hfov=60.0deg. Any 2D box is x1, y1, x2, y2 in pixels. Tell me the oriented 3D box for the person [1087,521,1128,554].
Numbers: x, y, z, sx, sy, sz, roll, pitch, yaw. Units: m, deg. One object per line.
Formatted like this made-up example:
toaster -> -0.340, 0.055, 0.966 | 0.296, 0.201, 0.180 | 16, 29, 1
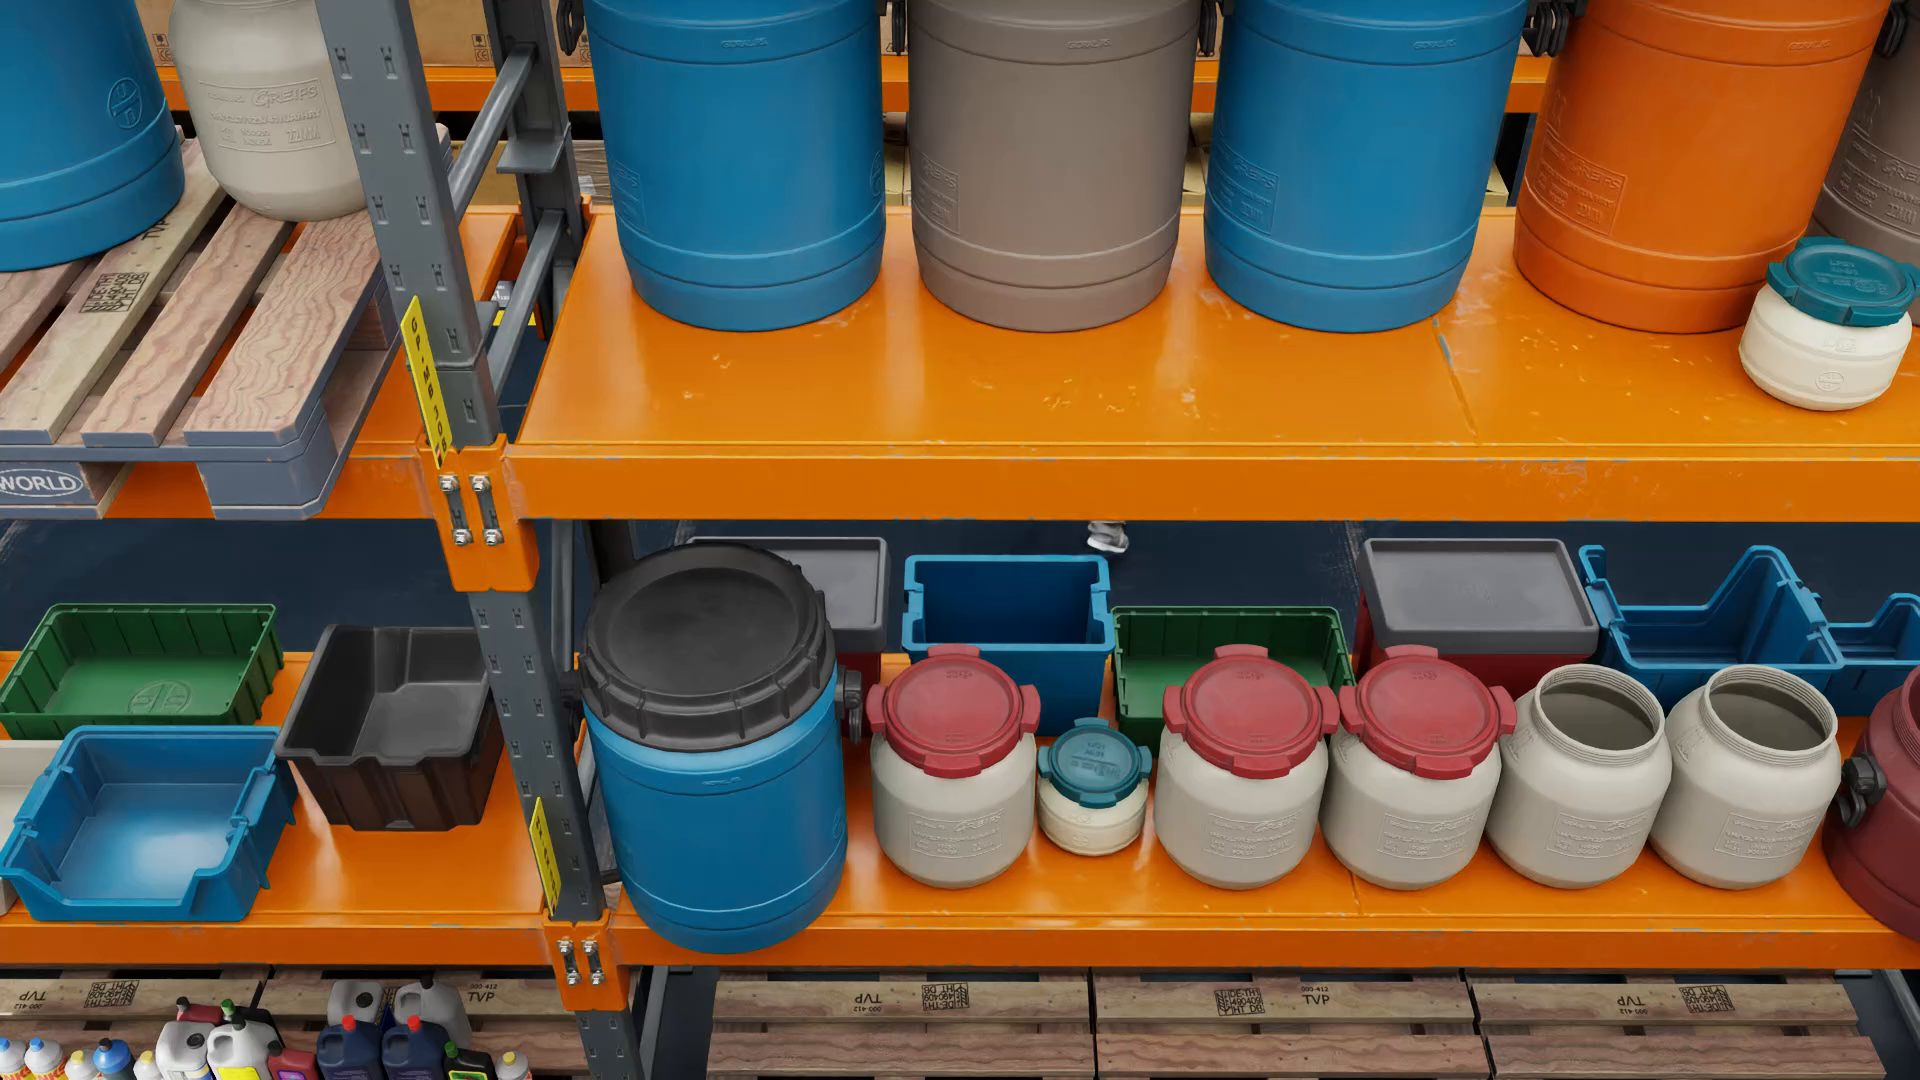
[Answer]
person -> 0.694, -0.661, 6.931 | 0.419, 1.570, 0.778 | 20, 44, 22
